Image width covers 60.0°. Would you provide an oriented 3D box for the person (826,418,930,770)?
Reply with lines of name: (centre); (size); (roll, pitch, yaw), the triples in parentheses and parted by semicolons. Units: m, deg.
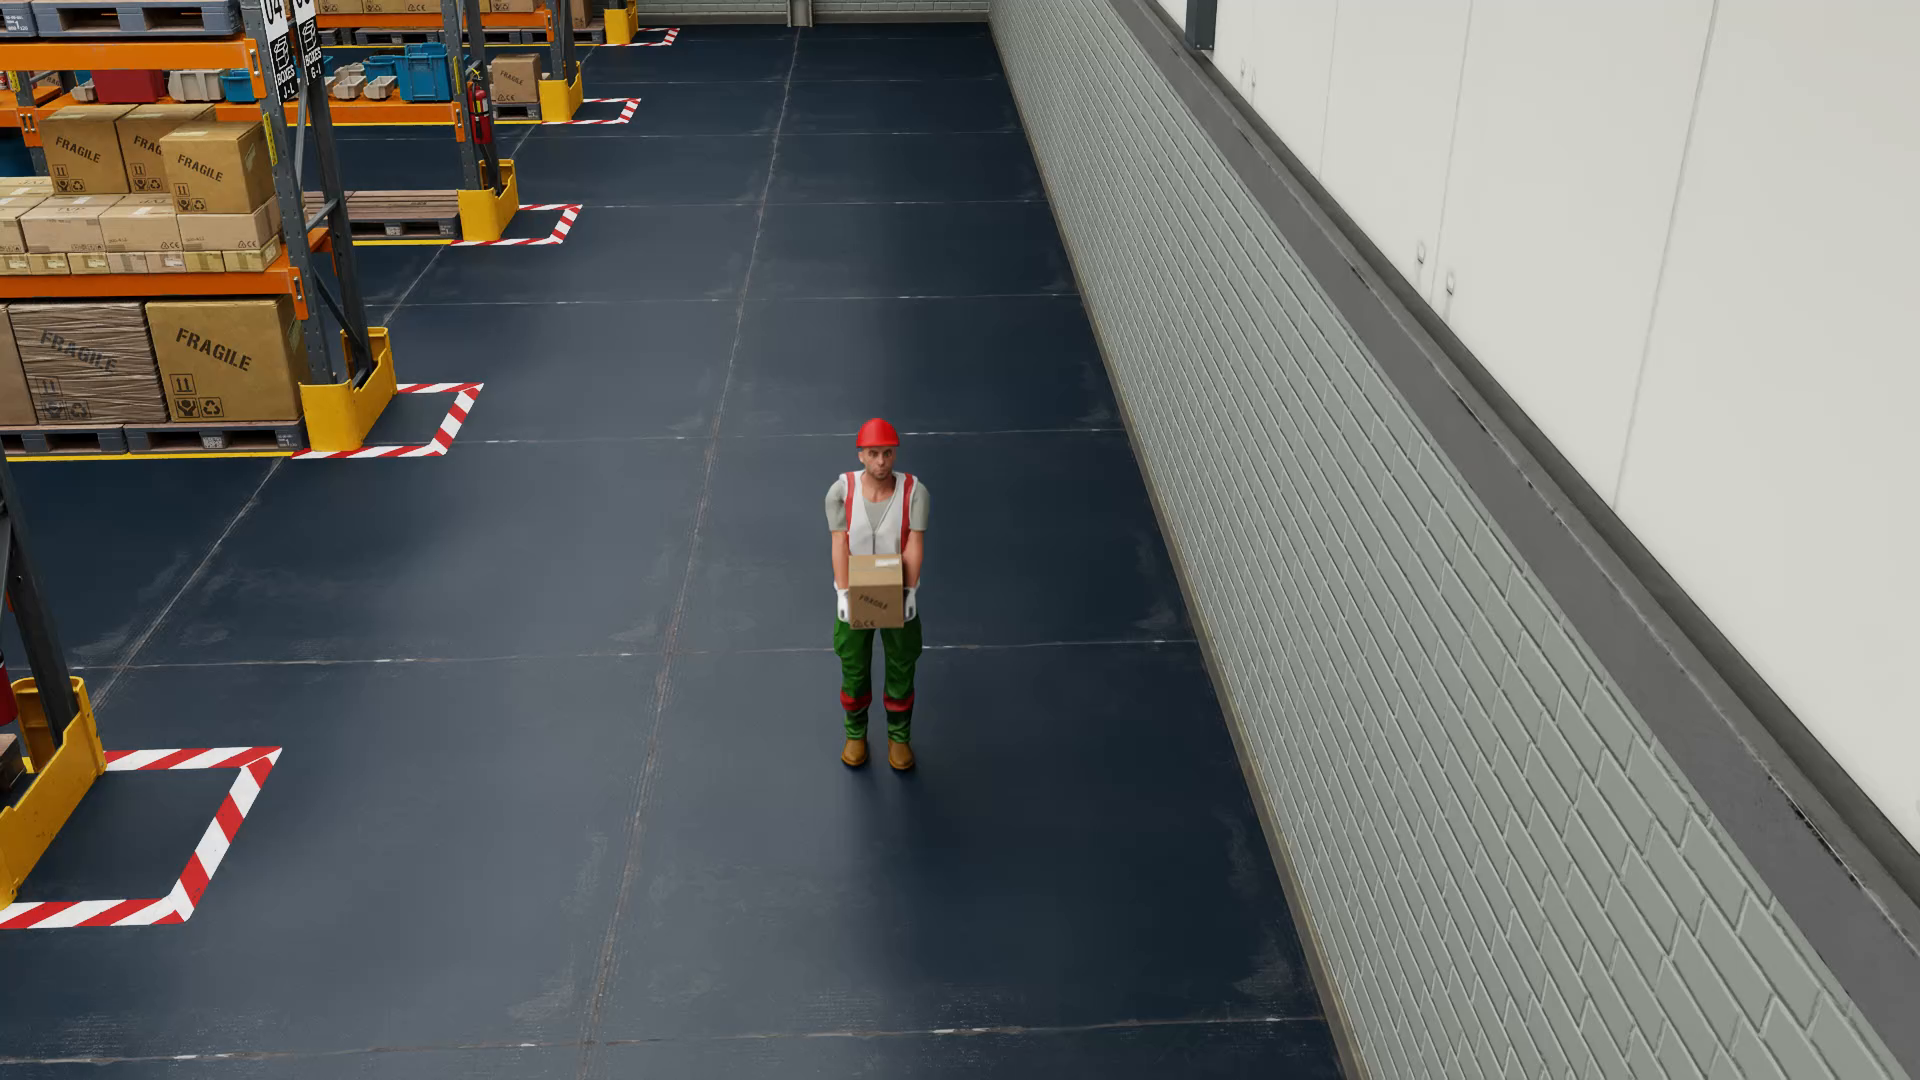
person: (-0.385, 0.308, 8.004); (0.494, 1.783, 0.562); (-1, 27, -3)
